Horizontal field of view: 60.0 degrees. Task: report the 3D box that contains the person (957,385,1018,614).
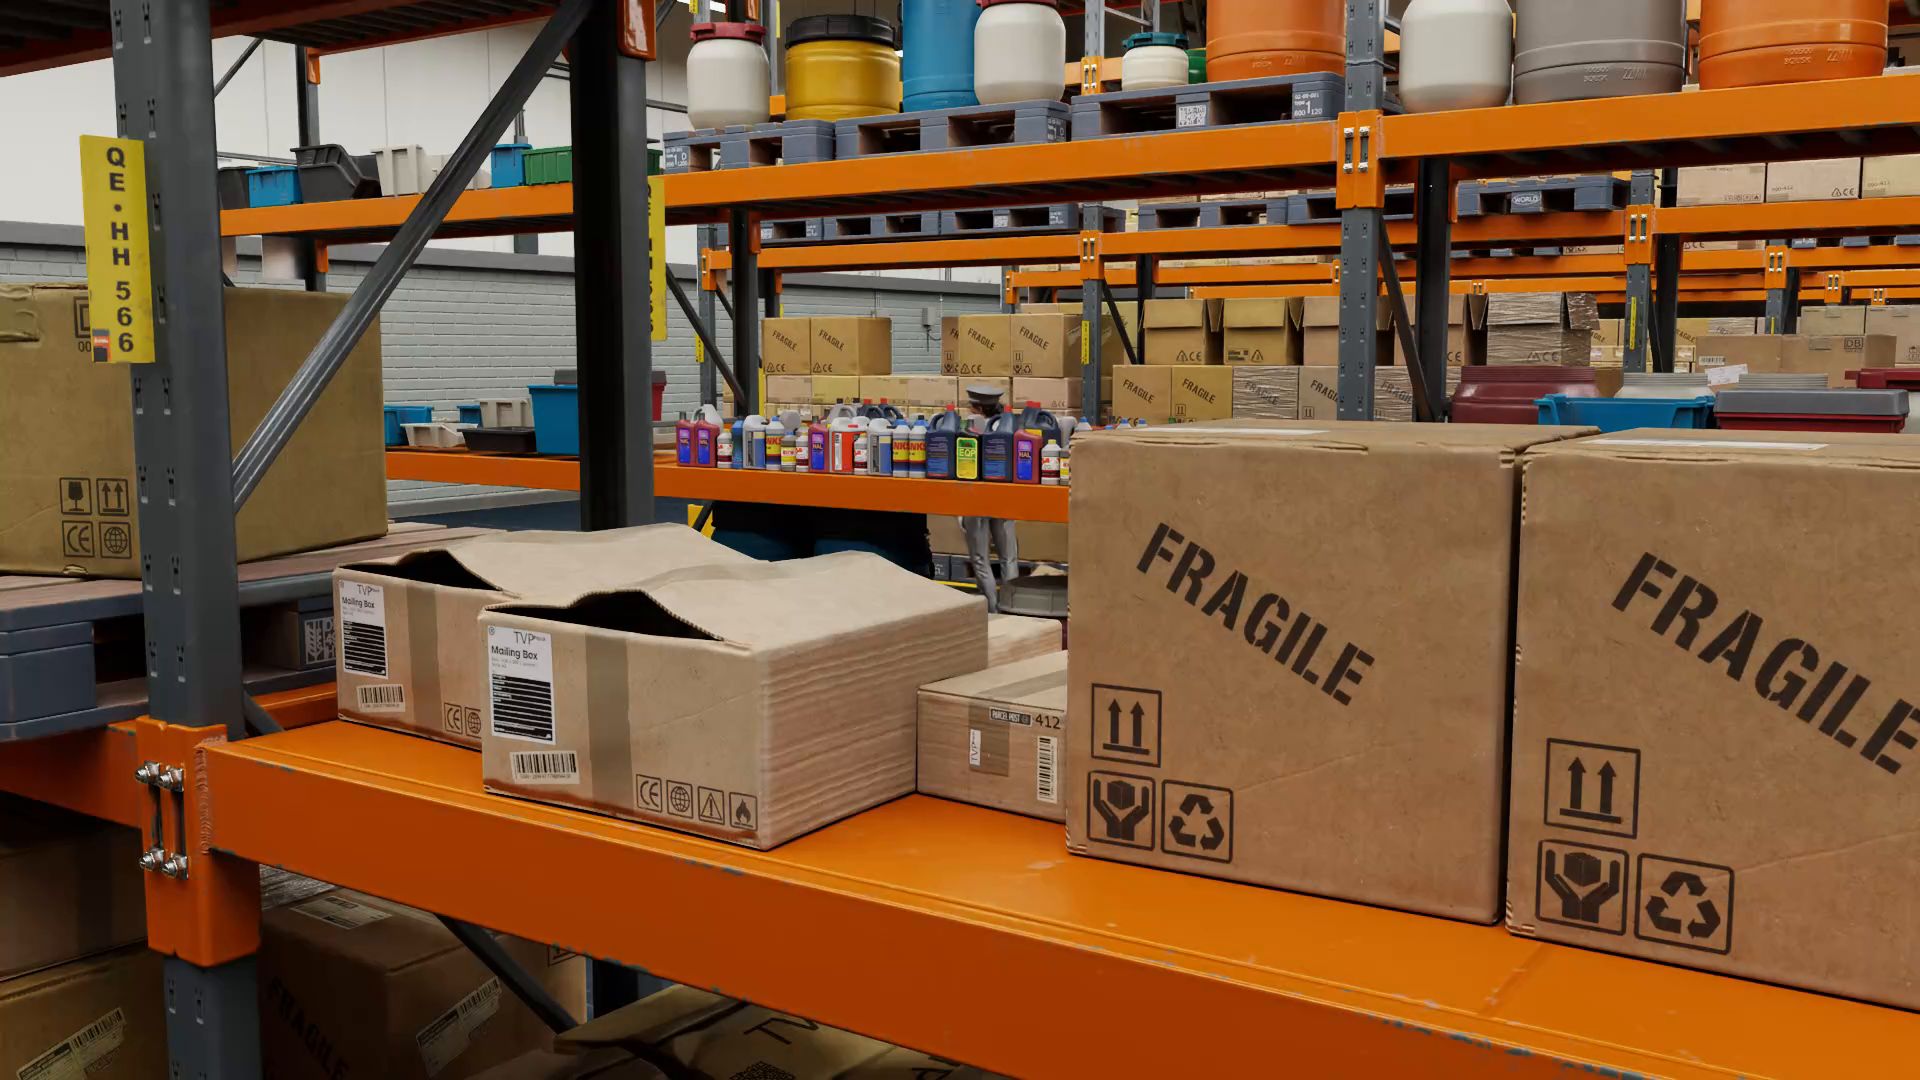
[{"bbox_3d":[0.235,-0.195,11.089,0.621,1.673,0.400,-2,7,-18],"label":"person"}]
